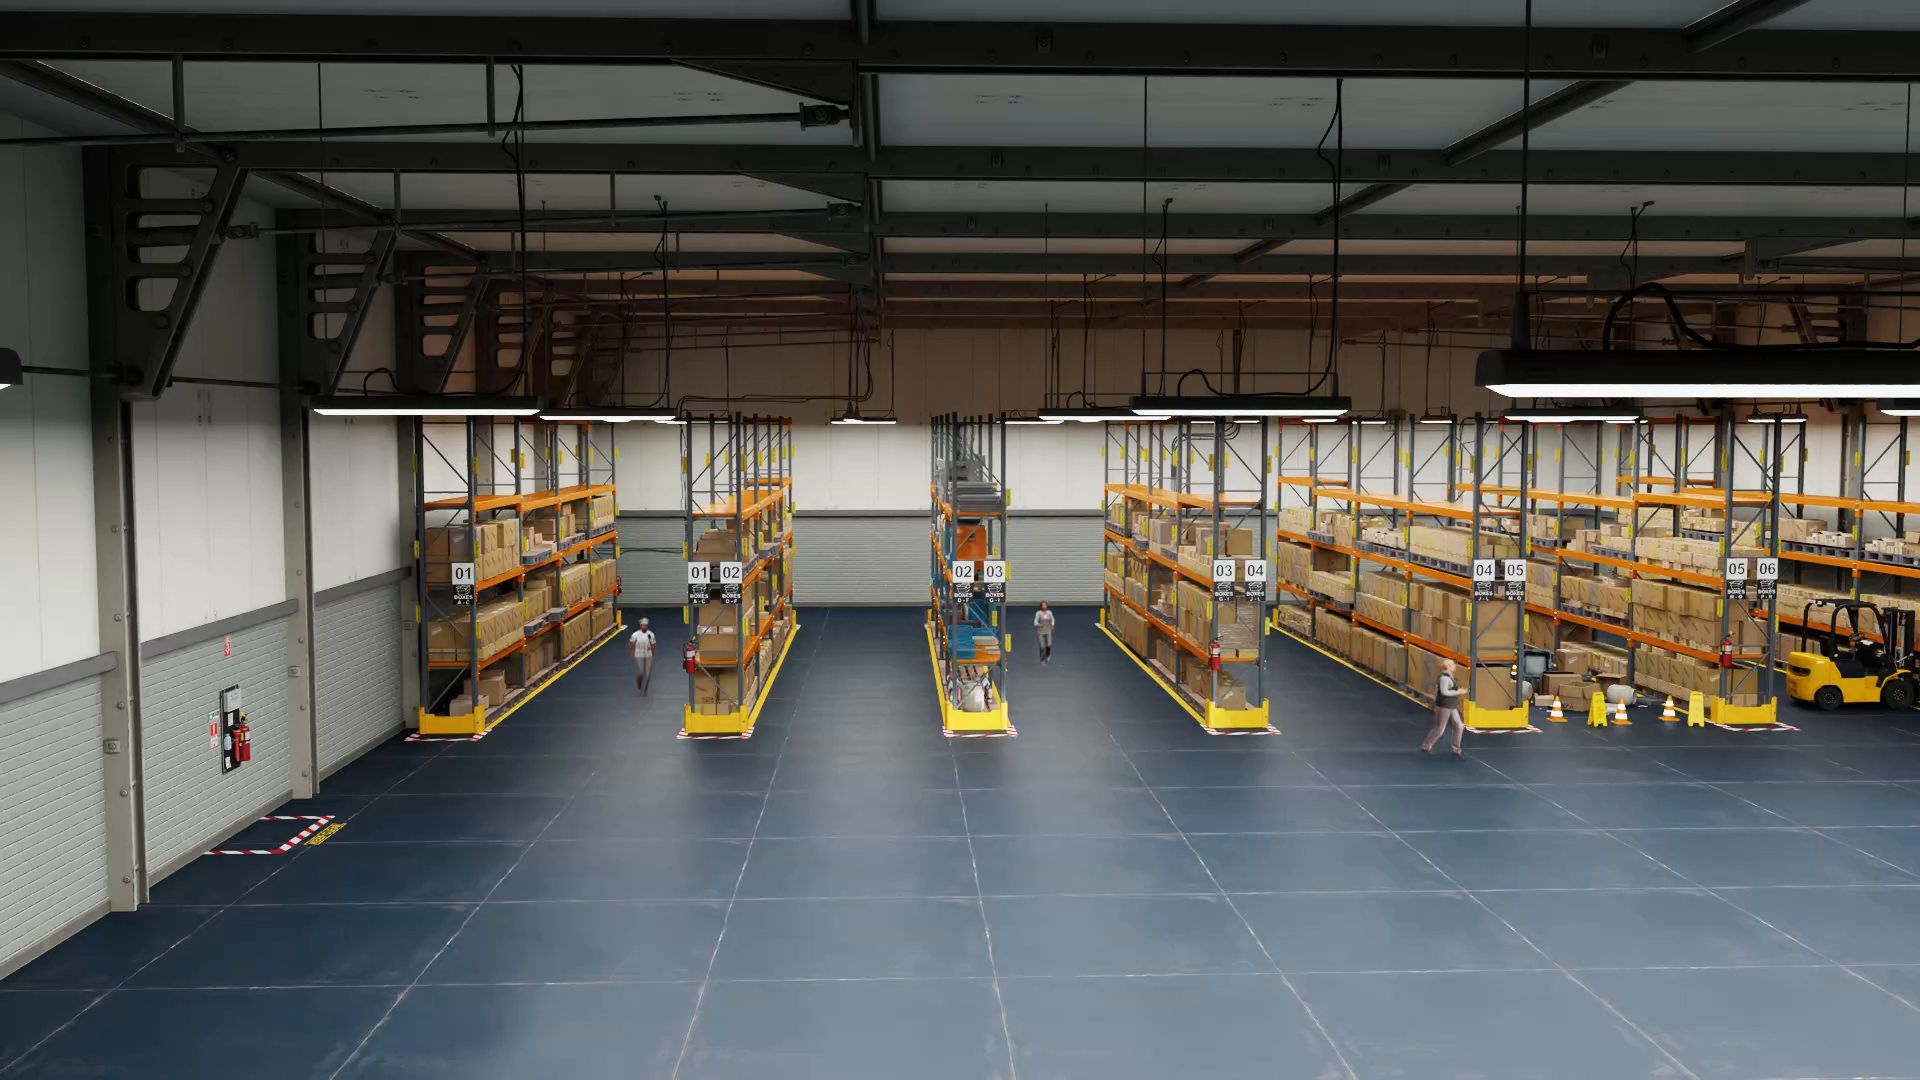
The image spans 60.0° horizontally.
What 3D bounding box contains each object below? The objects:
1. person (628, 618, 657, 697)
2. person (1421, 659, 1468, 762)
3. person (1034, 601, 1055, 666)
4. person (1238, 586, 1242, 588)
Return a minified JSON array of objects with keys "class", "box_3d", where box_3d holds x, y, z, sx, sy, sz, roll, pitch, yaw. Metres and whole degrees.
[{"class":"person","box_3d":[-6.682,2.487,35.125,0.552,1.675,0.653,-2,4,-21]},{"class":"person","box_3d":[8.310,2.934,28.519,0.782,1.790,0.627,2,4,30]},{"class":"person","box_3d":[2.026,2.233,39.634,0.517,1.565,0.598,0,4,-5]},{"class":"person","box_3d":[7.834,1.651,47.340,0.750,1.730,0.878,1,4,21]}]
